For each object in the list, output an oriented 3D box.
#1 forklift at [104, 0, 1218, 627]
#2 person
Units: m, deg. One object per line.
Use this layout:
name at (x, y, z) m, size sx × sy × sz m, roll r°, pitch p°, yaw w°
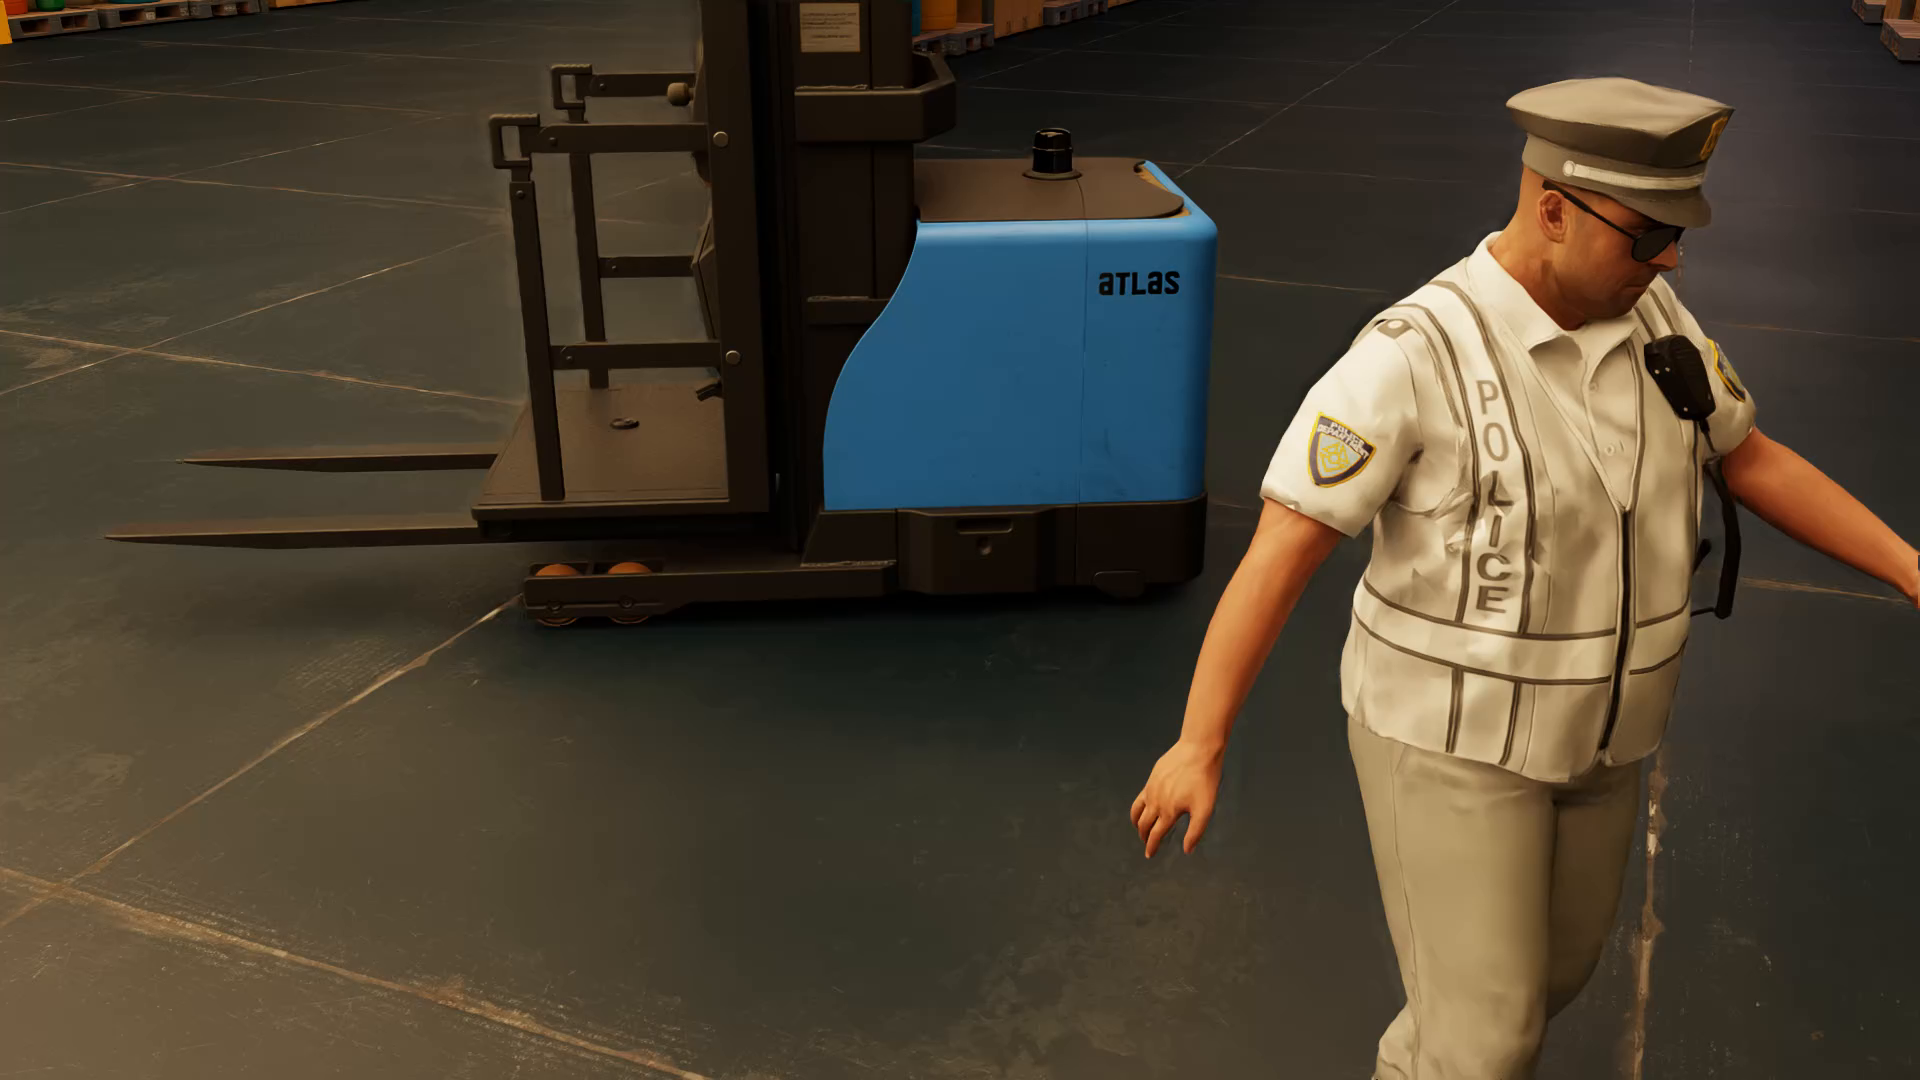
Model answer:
forklift at (-0.854, -1.328, 4.469) m, size 3.031 × 2.935 × 1.130 m, roll -2°, pitch 23°, yaw -4°
person at (0.756, 0.310, 2.182) m, size 1.011 × 1.756 × 0.701 m, roll -10°, pitch 25°, yaw -22°
